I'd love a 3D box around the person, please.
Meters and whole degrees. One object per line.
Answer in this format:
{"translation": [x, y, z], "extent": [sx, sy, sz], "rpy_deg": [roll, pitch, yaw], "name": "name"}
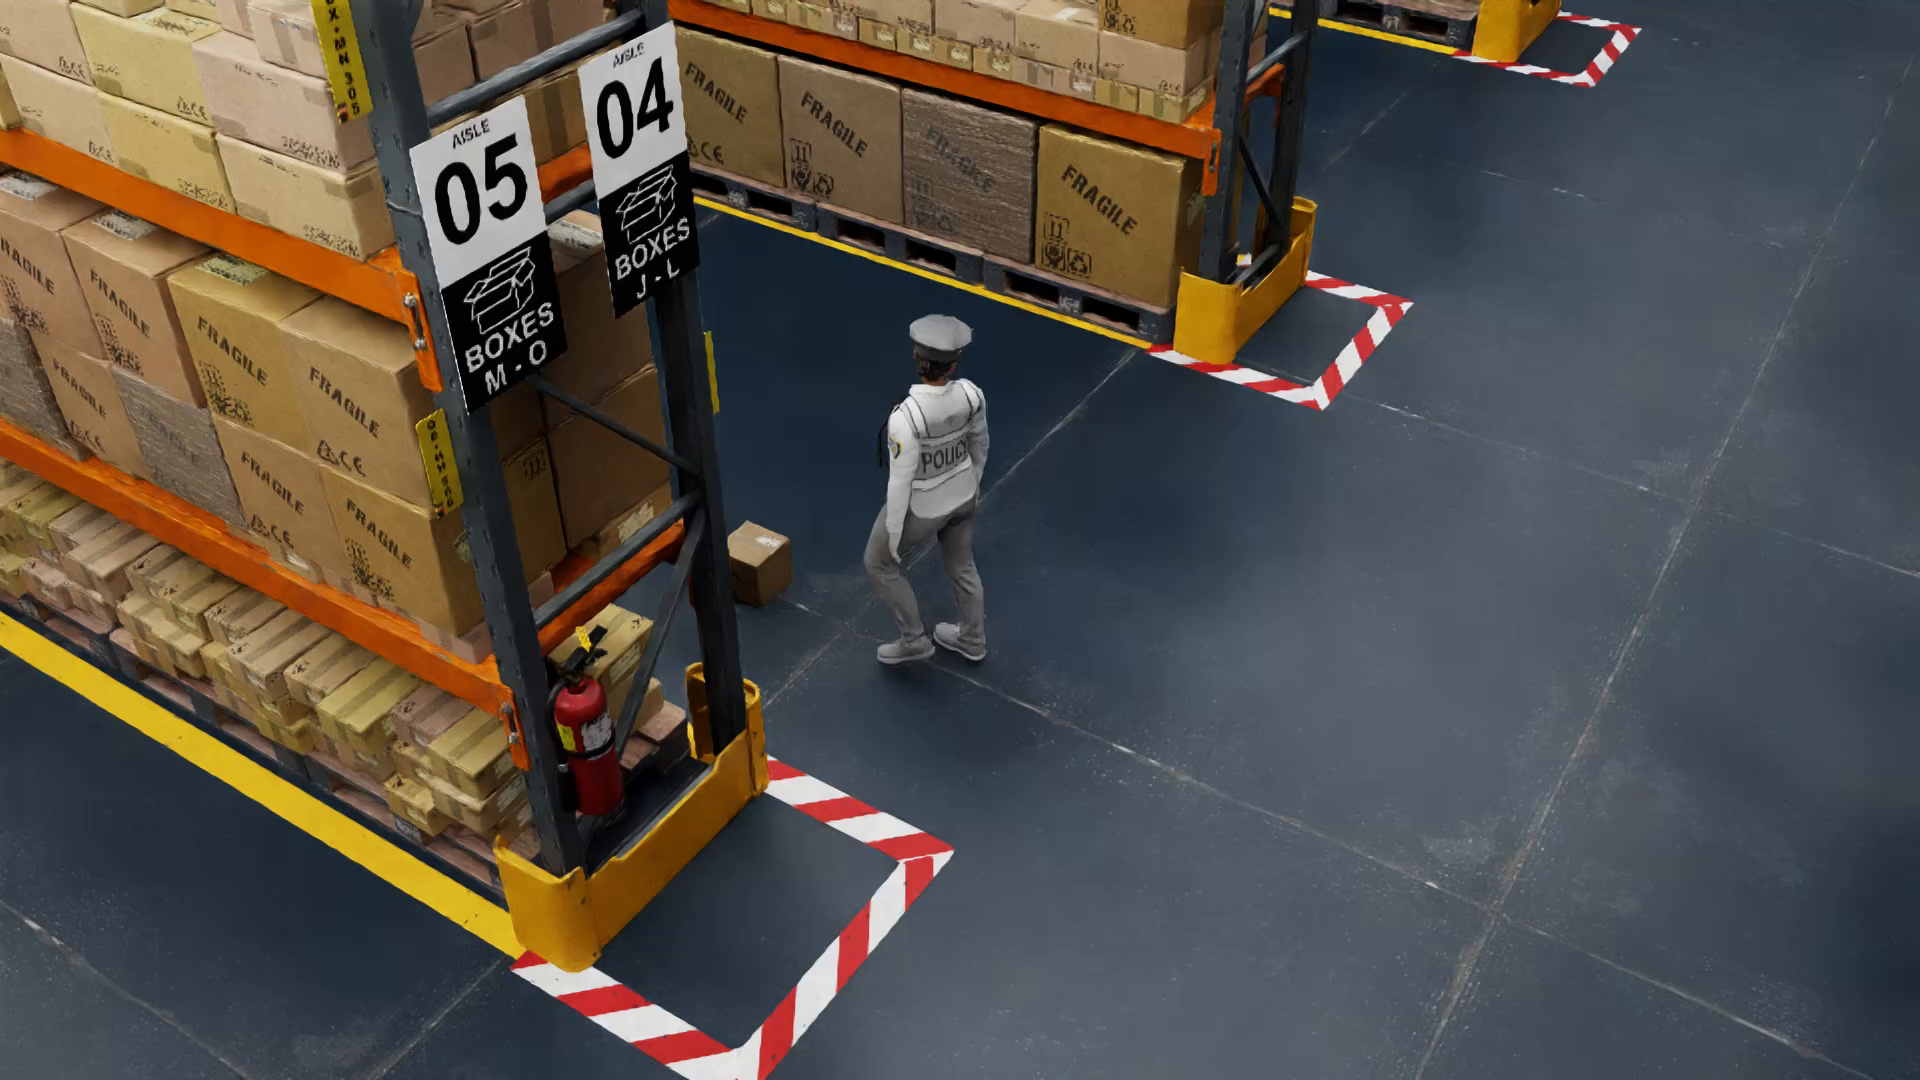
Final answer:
{"translation": [-0.134, -0.160, 6.856], "extent": [0.440, 1.656, 0.541], "rpy_deg": [32, 48, 33], "name": "person"}
